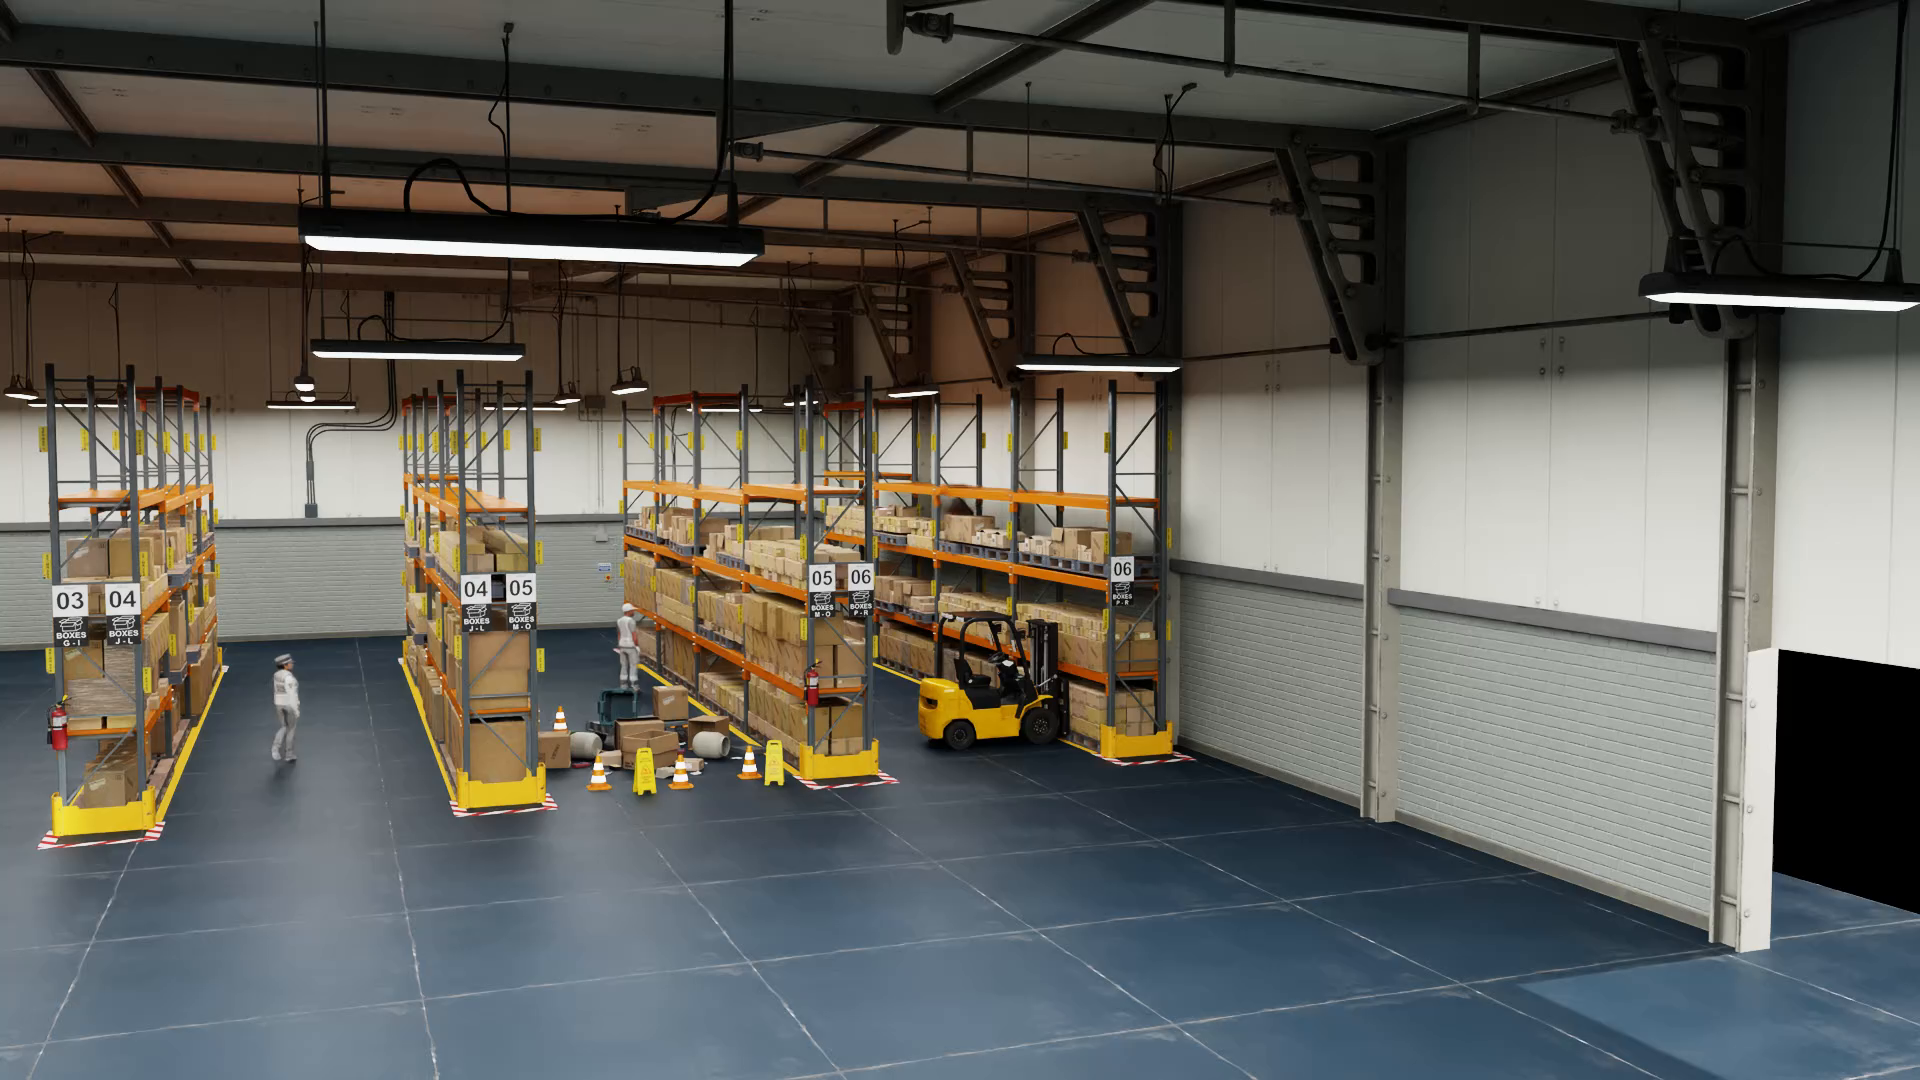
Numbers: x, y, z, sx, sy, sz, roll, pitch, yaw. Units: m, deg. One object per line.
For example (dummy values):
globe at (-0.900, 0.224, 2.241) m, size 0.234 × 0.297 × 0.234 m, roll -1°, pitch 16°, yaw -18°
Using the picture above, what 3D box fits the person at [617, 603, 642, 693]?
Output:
person at (-6.570, 2.158, 33.198) m, size 0.610 × 1.794 × 0.409 m, roll 2°, pitch 4°, yaw 35°

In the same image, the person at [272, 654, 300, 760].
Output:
person at (-10.581, 2.621, 26.081) m, size 0.479 × 1.684 × 0.474 m, roll 1°, pitch 3°, yaw 15°
